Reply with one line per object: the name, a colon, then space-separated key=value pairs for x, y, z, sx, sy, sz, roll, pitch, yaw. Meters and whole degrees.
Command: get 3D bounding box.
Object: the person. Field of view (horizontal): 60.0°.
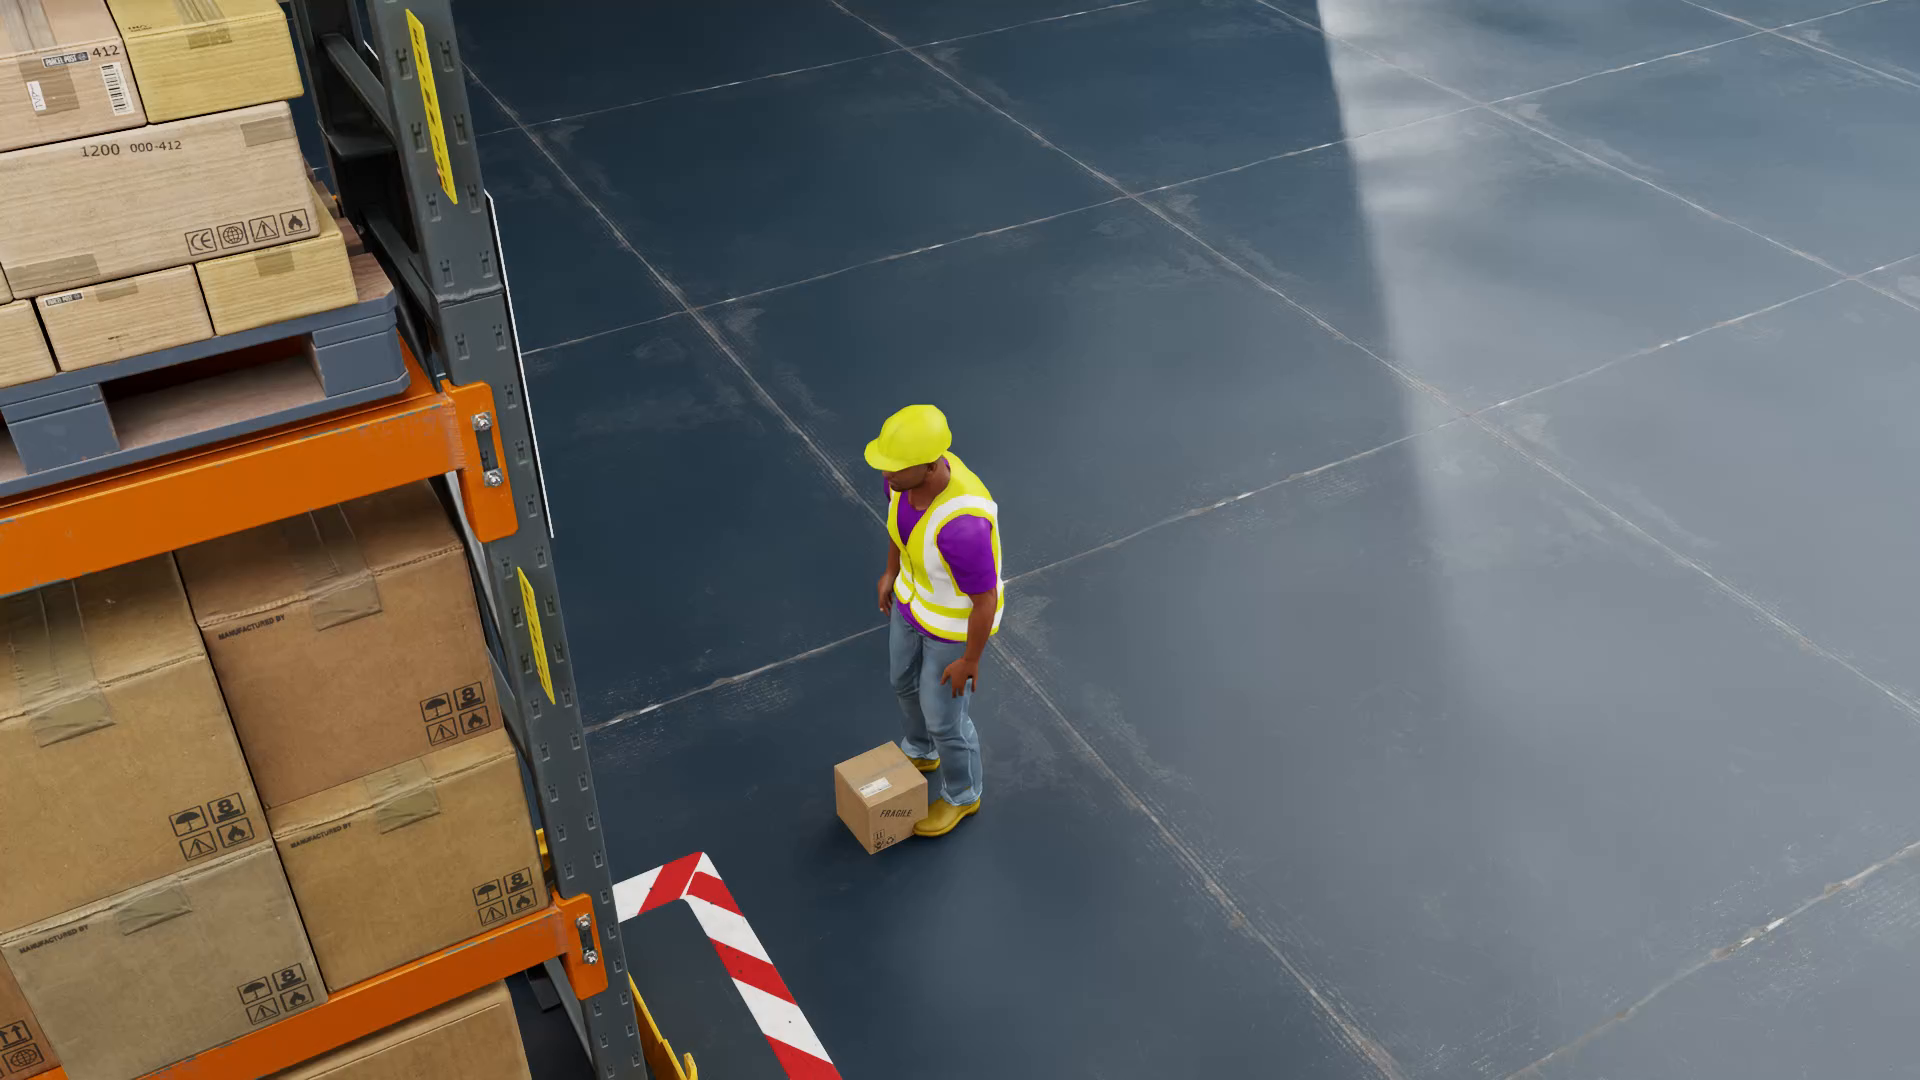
person: x=-0.101 y=0.264 z=5.779 sx=0.461 sy=1.760 sz=0.627 roll=-19 pitch=41 yaw=-24
